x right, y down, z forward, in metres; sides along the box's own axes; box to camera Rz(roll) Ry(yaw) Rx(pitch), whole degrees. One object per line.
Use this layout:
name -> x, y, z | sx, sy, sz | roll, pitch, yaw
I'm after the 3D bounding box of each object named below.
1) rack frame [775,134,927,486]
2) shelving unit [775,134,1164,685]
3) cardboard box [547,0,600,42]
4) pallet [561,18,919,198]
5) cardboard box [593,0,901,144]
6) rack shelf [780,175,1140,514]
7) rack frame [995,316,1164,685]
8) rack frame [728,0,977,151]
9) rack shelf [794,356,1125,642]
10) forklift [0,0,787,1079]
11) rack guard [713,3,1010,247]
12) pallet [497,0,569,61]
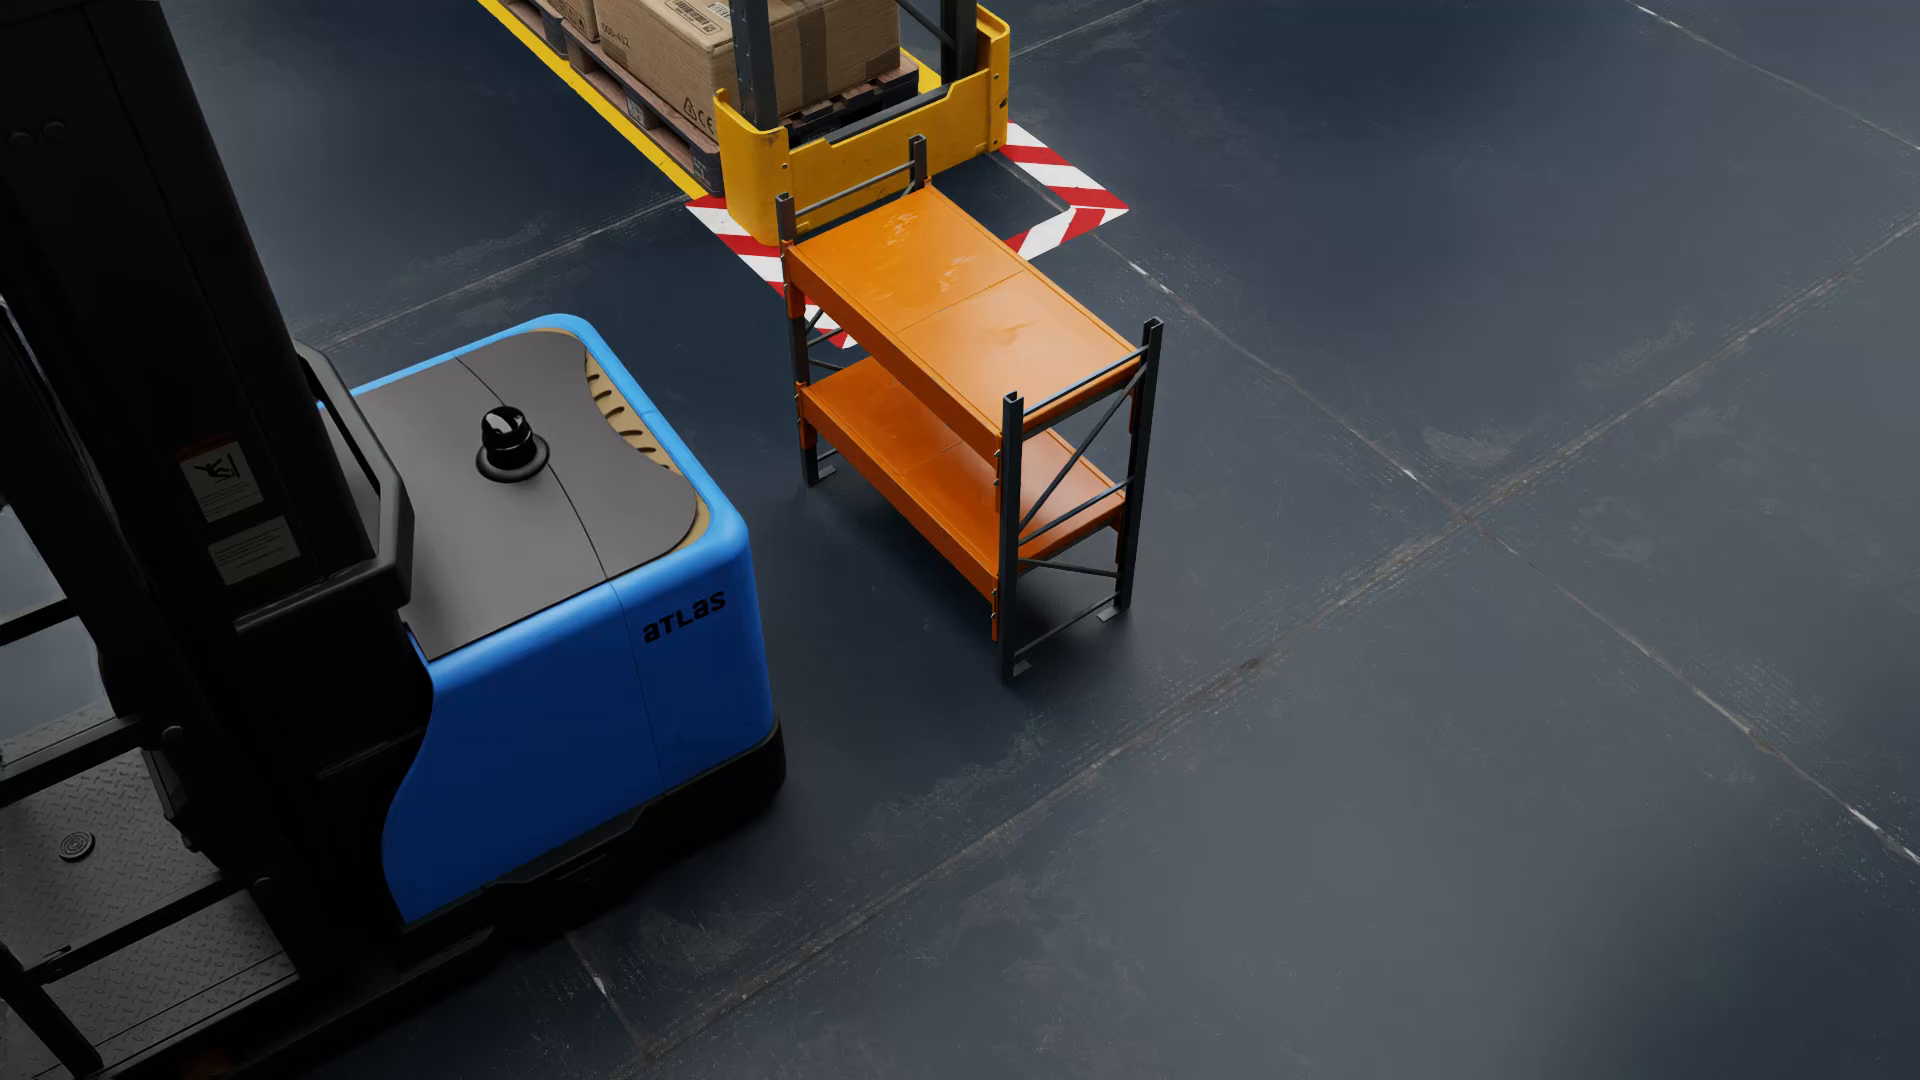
rack frame -> -0.304, -0.674, 5.101 | 0.500, 1.125, 0.032 | -29, 54, -24
shelving unit -> 0.004, -0.374, 4.830 | 0.538, 1.125, 1.048 | -29, 54, -24
cardboard box -> -1.407, -2.626, 7.052 | 0.875, 0.438, 0.875 | -28, 54, -23
pallet -> -0.914, -1.965, 6.889 | 1.003, 0.211, 1.213 | -29, 54, -24
cardboard box -> -0.847, -2.090, 6.566 | 0.875, 0.438, 0.875 | -31, 55, -25
rack shelf -> 0.004, -0.570, 4.613 | 0.538, 0.278, 1.000 | -29, 54, -24
rack frame -> 0.312, -0.074, 4.558 | 0.500, 1.125, 0.032 | -29, 54, -24
rack frame -> -0.367, -2.465, 5.460 | 1.000, 3.000, 0.127 | -29, 54, -24
rack shelf -> 0.004, -0.210, 5.011 | 0.538, 0.278, 1.000 | -29, 54, -24
forklift -> -1.989, 0.018, 3.256 | 3.031, 2.935, 1.130 | -26, 53, -22
rack guard -> -0.353, -1.612, 6.374 | 1.175, 0.500, 0.348 | -29, 54, -24
pallet -> -1.648, -2.684, 7.541 | 1.003, 0.211, 1.213 | -29, 54, -24
